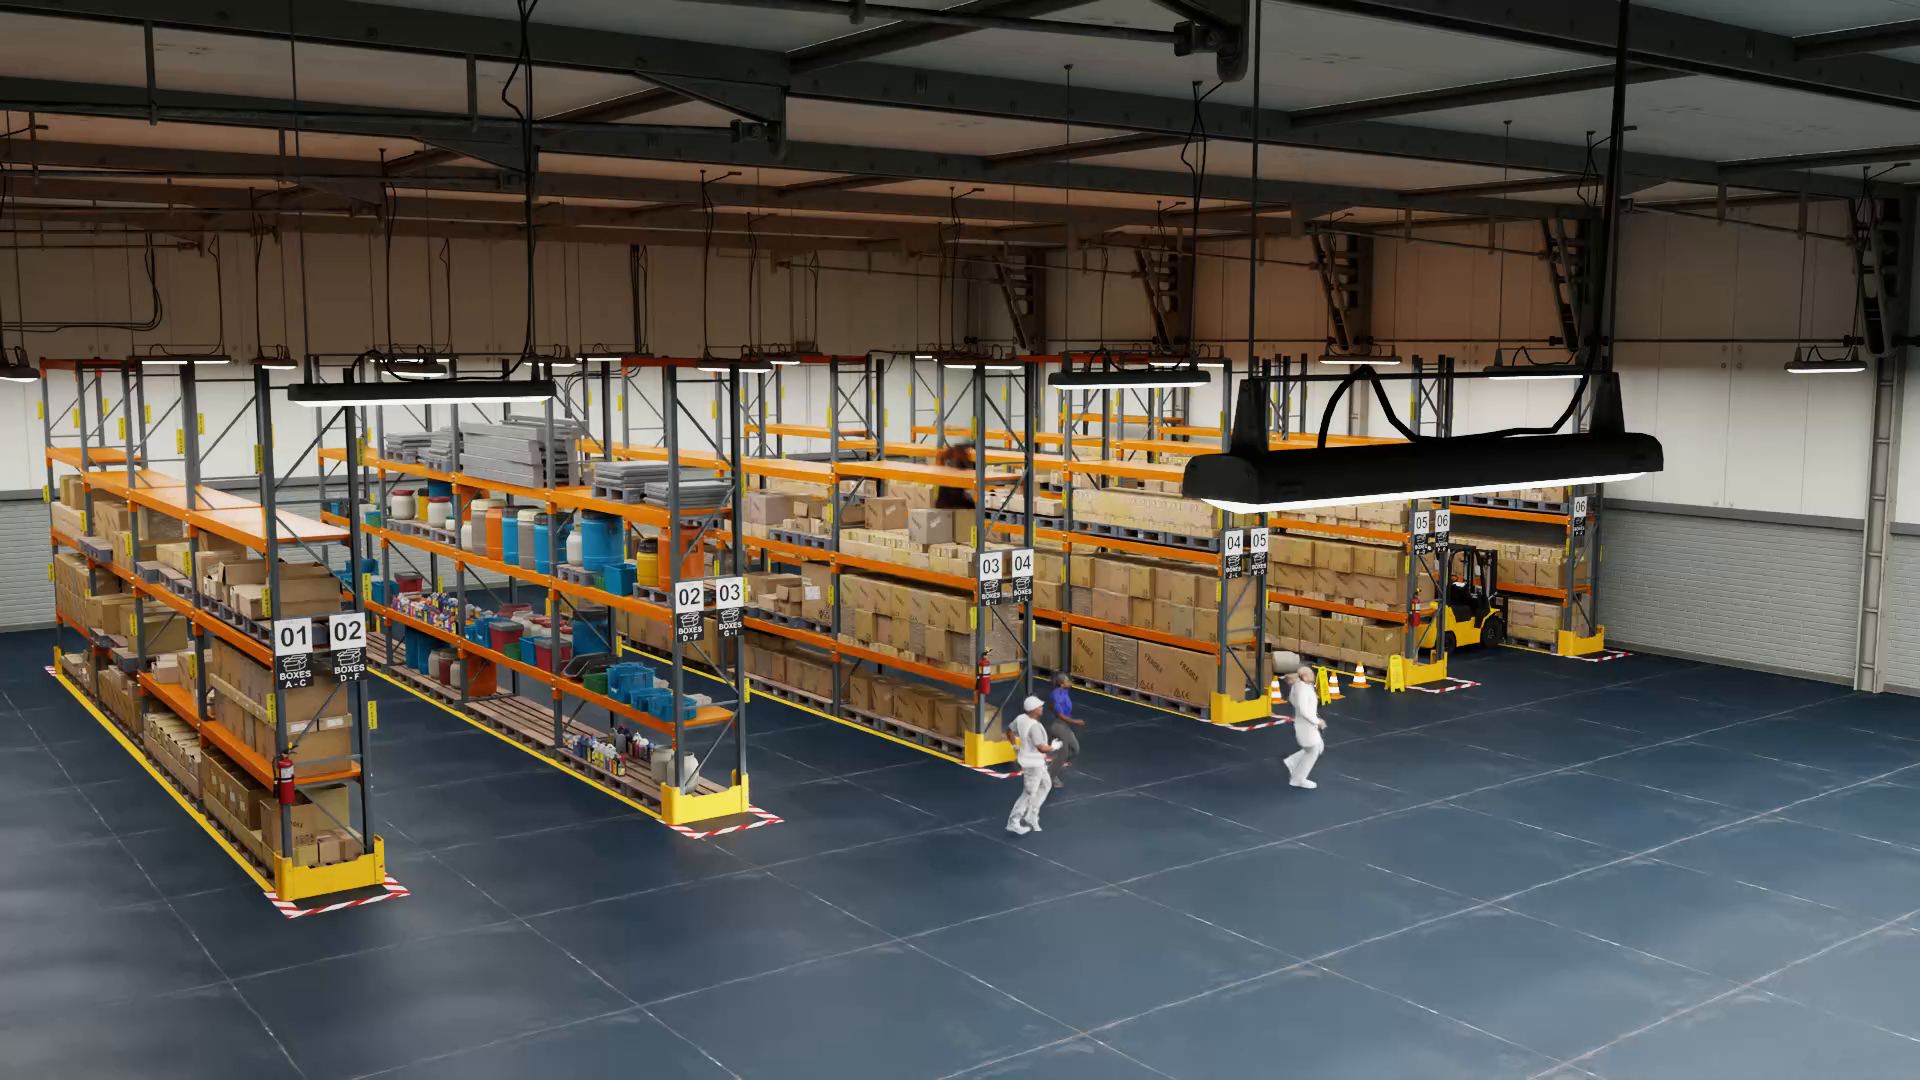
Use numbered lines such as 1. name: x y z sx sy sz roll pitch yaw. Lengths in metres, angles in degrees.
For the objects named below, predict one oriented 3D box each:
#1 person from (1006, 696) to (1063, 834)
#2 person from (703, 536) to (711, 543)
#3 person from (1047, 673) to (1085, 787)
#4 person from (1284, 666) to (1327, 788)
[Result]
1. person: 0.950 2.900 21.298 0.739 1.830 0.692 -1 7 -9
2. person: -6.117 0.706 39.454 0.757 1.771 0.896 -2 7 -13
3. person: 1.485 2.693 23.663 0.589 1.624 0.605 1 7 7
4. person: 4.900 2.647 23.602 0.574 1.741 0.716 1 7 5
